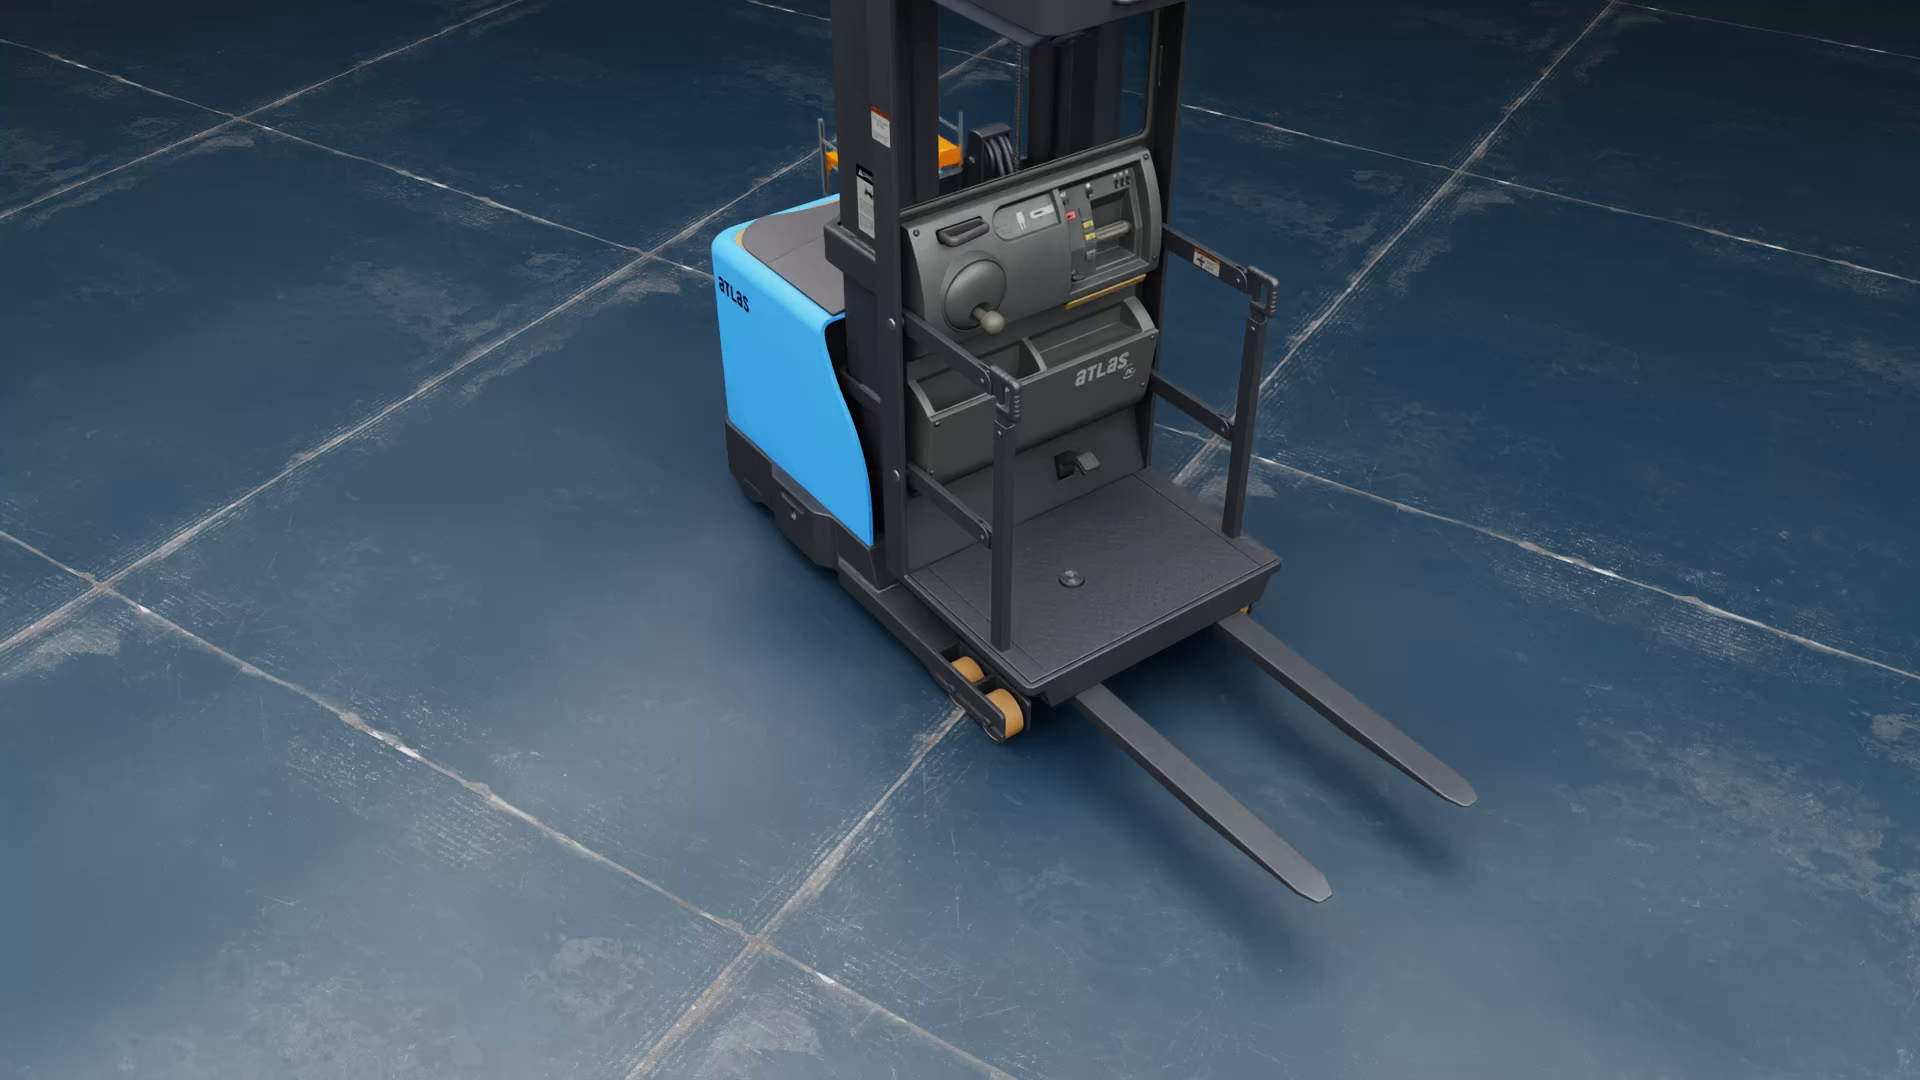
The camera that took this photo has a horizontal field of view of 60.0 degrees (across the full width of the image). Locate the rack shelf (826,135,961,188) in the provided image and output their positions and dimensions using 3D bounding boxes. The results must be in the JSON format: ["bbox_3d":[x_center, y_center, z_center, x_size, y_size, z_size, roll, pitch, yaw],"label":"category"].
[{"bbox_3d":[-0.265,-1.469,6.521,0.480,0.148,0.258,-21,40,-25],"label":"rack shelf"}]

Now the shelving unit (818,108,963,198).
[{"bbox_3d":[-0.256,-1.149,6.749,0.503,1.200,0.258,-21,40,-25],"label":"shelving unit"}]

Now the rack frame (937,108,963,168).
[{"bbox_3d":[-0.049,-1.228,6.851,0.015,1.200,0.240,-21,40,-25],"label":"rack frame"}]

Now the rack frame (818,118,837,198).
[{"bbox_3d":[-0.463,-1.071,6.647,0.015,1.200,0.240,-21,40,-25],"label":"rack frame"}]

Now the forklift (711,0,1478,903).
[{"bbox_3d":[0.370,-0.850,4.952,1.130,2.935,3.031,-24,44,-28],"label":"forklift"}]
